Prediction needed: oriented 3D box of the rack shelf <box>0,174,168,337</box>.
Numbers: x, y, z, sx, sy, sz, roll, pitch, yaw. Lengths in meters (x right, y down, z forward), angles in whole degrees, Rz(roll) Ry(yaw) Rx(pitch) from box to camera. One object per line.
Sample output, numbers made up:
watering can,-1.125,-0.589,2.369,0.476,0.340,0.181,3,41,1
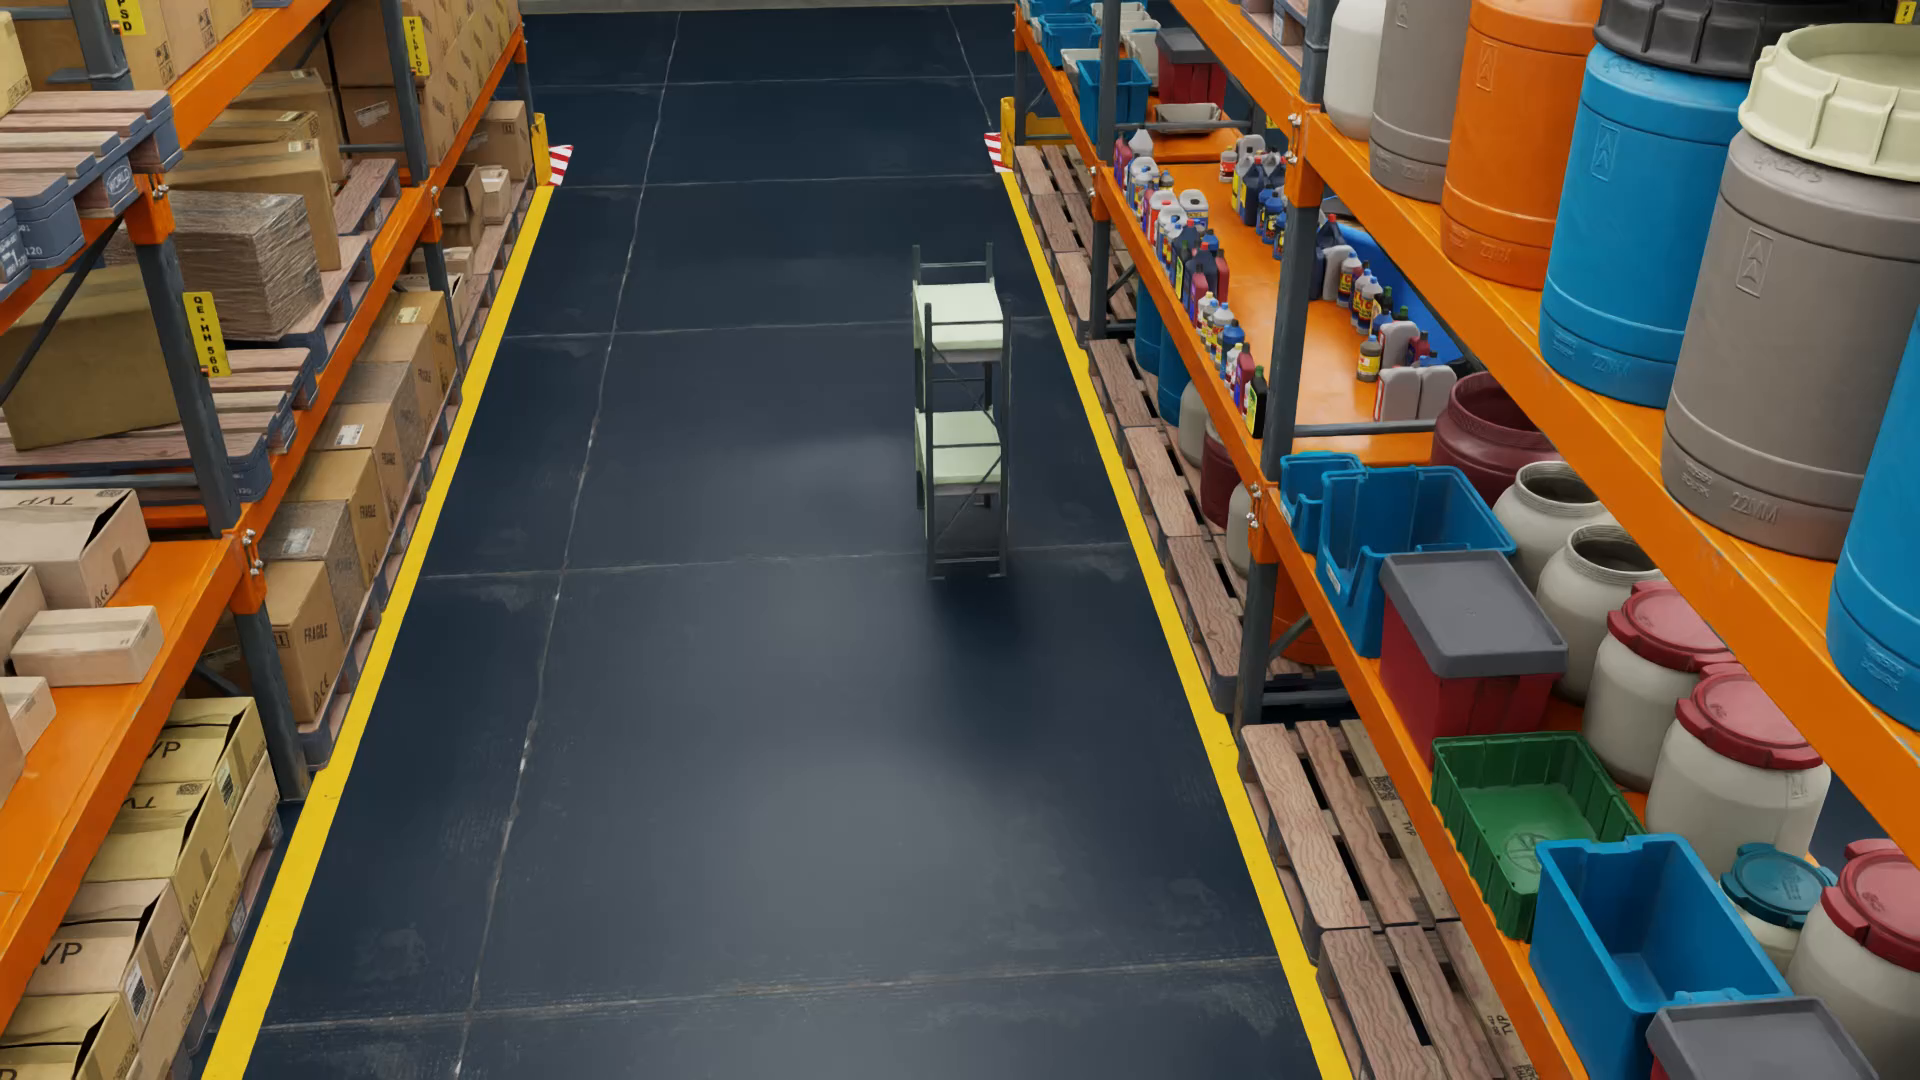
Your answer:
rack shelf,-3.043,-0.160,3.869,1.077,0.370,4.000,-3,31,-5

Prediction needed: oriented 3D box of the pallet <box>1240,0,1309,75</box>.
pallet,1.728,-2.040,6.499,1.003,0.211,1.213,-3,31,-5

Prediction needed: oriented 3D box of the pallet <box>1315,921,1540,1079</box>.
pallet,1.847,1.778,5.567,1.003,0.211,1.213,-3,31,-5

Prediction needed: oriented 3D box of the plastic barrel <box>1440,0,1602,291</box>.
plastic barrel,1.624,-1.146,4.400,0.600,0.830,0.708,-3,31,-5

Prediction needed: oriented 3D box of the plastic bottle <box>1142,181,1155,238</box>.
plastic bottle,1.021,-1.769,8.900,0.061,0.283,0.133,-3,31,-5

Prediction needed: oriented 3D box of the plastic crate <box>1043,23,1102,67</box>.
plastic crate,0.801,-3.509,11.804,0.416,0.233,0.300,-3,31,-5

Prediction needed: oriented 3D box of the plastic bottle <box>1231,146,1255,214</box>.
plastic bottle,1.597,-1.998,9.218,0.144,0.351,0.185,-3,31,-5

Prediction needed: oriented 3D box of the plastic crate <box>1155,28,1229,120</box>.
plastic crate,1.495,-3.001,10.728,0.402,0.464,0.583,-3,31,-5

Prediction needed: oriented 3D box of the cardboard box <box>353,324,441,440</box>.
cardboard box,-3.234,-0.869,9.289,0.500,0.500,0.500,-3,31,-4

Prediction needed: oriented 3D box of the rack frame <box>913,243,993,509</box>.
rack frame,-0.034,-0.827,8.673,0.400,1.500,0.023,-3,31,-5

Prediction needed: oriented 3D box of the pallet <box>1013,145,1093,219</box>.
pallet,0.994,-2.902,13.403,1.003,0.211,1.213,-3,31,-5

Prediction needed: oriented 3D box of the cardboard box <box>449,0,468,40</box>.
cardboard box,-3.463,-3.497,10.606,0.500,0.500,0.500,-4,31,-6

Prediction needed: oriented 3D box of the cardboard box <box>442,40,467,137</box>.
cardboard box,-3.431,-2.822,10.452,0.500,0.500,0.500,-2,31,-4

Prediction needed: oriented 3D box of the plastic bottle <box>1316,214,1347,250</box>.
plastic bottle,1.843,-1.443,8.289,0.144,0.351,0.185,-3,31,-5

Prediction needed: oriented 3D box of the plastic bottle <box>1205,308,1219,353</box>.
plastic bottle,1.180,-0.965,7.634,0.097,0.201,0.097,0,31,0

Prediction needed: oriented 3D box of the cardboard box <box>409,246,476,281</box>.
cardboard box,-3.518,-1.883,11.311,0.380,0.166,0.250,-3,31,-5

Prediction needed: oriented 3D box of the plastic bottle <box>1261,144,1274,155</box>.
plastic bottle,1.755,-2.128,9.502,0.061,0.283,0.133,-3,31,-5

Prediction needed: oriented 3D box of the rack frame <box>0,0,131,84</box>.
rack frame,-3.229,-2.778,4.625,1.000,3.000,0.127,-3,31,-5

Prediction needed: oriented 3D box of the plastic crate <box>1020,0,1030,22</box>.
plastic crate,0.598,-4.125,12.930,0.250,0.136,0.298,-3,31,-5

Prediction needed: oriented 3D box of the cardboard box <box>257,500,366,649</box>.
cardboard box,-3.042,0.169,7.551,0.500,0.500,0.500,-4,31,-6

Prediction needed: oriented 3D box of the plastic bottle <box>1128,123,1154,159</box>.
plastic bottle,1.043,-2.243,9.628,0.144,0.351,0.185,-3,31,-5

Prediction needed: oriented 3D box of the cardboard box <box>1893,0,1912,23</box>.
cardboard box,5.951,-3.324,10.515,0.500,0.500,0.500,-2,31,-3

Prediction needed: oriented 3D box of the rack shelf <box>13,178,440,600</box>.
rack shelf,-3.416,-0.915,8.058,1.077,0.370,4.000,-3,31,-5

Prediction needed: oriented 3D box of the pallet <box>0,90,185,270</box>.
pallet,-3.077,-1.067,4.870,1.213,0.211,1.003,-1,31,-2

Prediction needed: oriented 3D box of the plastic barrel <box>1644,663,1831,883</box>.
plastic barrel,2.137,0.673,4.566,0.433,0.535,0.433,0,31,0

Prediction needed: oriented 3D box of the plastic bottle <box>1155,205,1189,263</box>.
plastic bottle,1.101,-1.581,8.593,0.152,0.276,0.135,-3,31,-5

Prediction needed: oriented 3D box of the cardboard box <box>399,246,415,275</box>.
cardboard box,-4.009,-1.939,11.265,0.500,0.311,0.500,-3,31,-5

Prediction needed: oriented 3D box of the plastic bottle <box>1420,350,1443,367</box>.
plastic bottle,2.000,-0.679,7.088,0.097,0.271,0.097,0,31,0

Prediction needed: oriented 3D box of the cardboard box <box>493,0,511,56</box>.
cardboard box,-3.612,-3.849,12.172,0.500,0.500,0.500,-2,31,-4

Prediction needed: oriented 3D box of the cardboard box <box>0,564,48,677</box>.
cardboard box,-3.339,0.302,5.407,0.500,0.311,0.500,-3,31,-5

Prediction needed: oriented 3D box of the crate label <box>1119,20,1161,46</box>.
crate label,1.275,-3.737,12.281,0.396,0.136,0.243,-3,31,-5

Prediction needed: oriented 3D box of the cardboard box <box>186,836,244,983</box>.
cardboard box,-2.886,1.318,5.891,0.500,0.250,0.500,-3,31,-5

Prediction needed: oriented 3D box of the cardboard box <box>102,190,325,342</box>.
cardboard box,-3.296,-1.218,7.357,0.700,0.500,0.500,3,31,5

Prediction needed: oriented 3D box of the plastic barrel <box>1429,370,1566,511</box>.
plastic barrel,2.048,-0.274,6.151,0.600,0.536,0.708,-3,31,-5

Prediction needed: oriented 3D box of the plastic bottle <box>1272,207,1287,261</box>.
plastic bottle,1.681,-1.592,8.616,0.097,0.271,0.097,0,31,0

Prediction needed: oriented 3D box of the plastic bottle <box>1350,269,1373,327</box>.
plastic bottle,1.914,-1.151,7.878,0.097,0.271,0.097,0,31,0

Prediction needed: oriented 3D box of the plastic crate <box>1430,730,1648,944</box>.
plastic crate,1.633,0.820,4.659,0.450,0.188,0.662,-3,31,-5

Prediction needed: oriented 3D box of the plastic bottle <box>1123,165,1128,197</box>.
plastic bottle,0.980,-2.061,9.469,0.097,0.201,0.097,0,31,0

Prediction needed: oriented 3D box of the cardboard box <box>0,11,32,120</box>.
cardboard box,-3.131,-1.377,4.942,0.500,0.250,0.500,-5,31,-8

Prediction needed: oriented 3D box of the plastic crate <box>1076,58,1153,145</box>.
plastic crate,0.946,-2.721,10.337,0.392,0.384,0.575,-3,31,-5

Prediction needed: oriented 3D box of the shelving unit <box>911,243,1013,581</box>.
shelving unit,0.001,-0.640,8.360,0.431,1.500,0.755,-3,31,-5

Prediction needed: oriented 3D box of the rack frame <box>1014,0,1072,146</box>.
rack frame,0.955,-4.522,13.396,1.000,3.000,0.127,-3,31,-5

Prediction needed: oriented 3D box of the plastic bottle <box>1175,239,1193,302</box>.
plastic bottle,1.103,-1.320,8.148,0.061,0.283,0.133,-3,31,-5

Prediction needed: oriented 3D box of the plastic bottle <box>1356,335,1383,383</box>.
plastic bottle,1.818,-0.810,7.374,0.097,0.201,0.097,0,31,0

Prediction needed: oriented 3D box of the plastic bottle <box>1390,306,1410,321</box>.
plastic bottle,1.974,-0.931,7.497,0.061,0.283,0.133,-3,31,-5

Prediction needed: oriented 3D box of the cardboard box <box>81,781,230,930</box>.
cardboard box,-2.880,1.078,5.746,0.500,0.311,0.500,-3,31,-5

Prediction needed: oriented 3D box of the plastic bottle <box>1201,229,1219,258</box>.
plastic bottle,1.246,-1.426,8.338,0.097,0.271,0.097,0,31,0

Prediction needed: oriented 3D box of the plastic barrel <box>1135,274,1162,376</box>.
plastic barrel,1.363,-1.481,9.941,0.600,0.901,0.708,-3,31,-5

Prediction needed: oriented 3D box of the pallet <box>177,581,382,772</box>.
pallet,-3.262,0.612,7.520,1.003,0.211,1.213,-3,31,-5

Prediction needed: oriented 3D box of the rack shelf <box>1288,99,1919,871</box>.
rack shelf,1.889,-0.396,4.264,1.077,0.370,4.000,-3,31,-5

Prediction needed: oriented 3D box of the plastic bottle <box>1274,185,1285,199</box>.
plastic bottle,1.769,-1.797,8.954,0.152,0.276,0.135,-3,31,-5

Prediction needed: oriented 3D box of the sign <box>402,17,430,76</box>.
sign,-3.051,-2.770,9.333,0.100,0.325,0.005,-3,31,-5

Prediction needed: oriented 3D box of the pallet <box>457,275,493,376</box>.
pallet,-3.666,-1.398,10.885,1.003,0.211,1.213,-3,31,-5

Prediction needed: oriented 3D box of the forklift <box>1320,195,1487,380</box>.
forklift,3.463,-2.592,10.232,3.031,2.935,1.130,-21,37,-31

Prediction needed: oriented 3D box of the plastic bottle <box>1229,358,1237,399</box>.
plastic bottle,1.226,-0.716,7.218,0.097,0.201,0.097,0,31,0

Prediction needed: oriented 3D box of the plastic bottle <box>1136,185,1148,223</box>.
plastic bottle,1.020,-1.843,9.104,0.097,0.201,0.097,0,31,0

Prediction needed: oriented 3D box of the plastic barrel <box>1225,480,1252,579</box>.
plastic barrel,1.498,-0.083,7.980,0.421,0.512,0.421,0,31,0
